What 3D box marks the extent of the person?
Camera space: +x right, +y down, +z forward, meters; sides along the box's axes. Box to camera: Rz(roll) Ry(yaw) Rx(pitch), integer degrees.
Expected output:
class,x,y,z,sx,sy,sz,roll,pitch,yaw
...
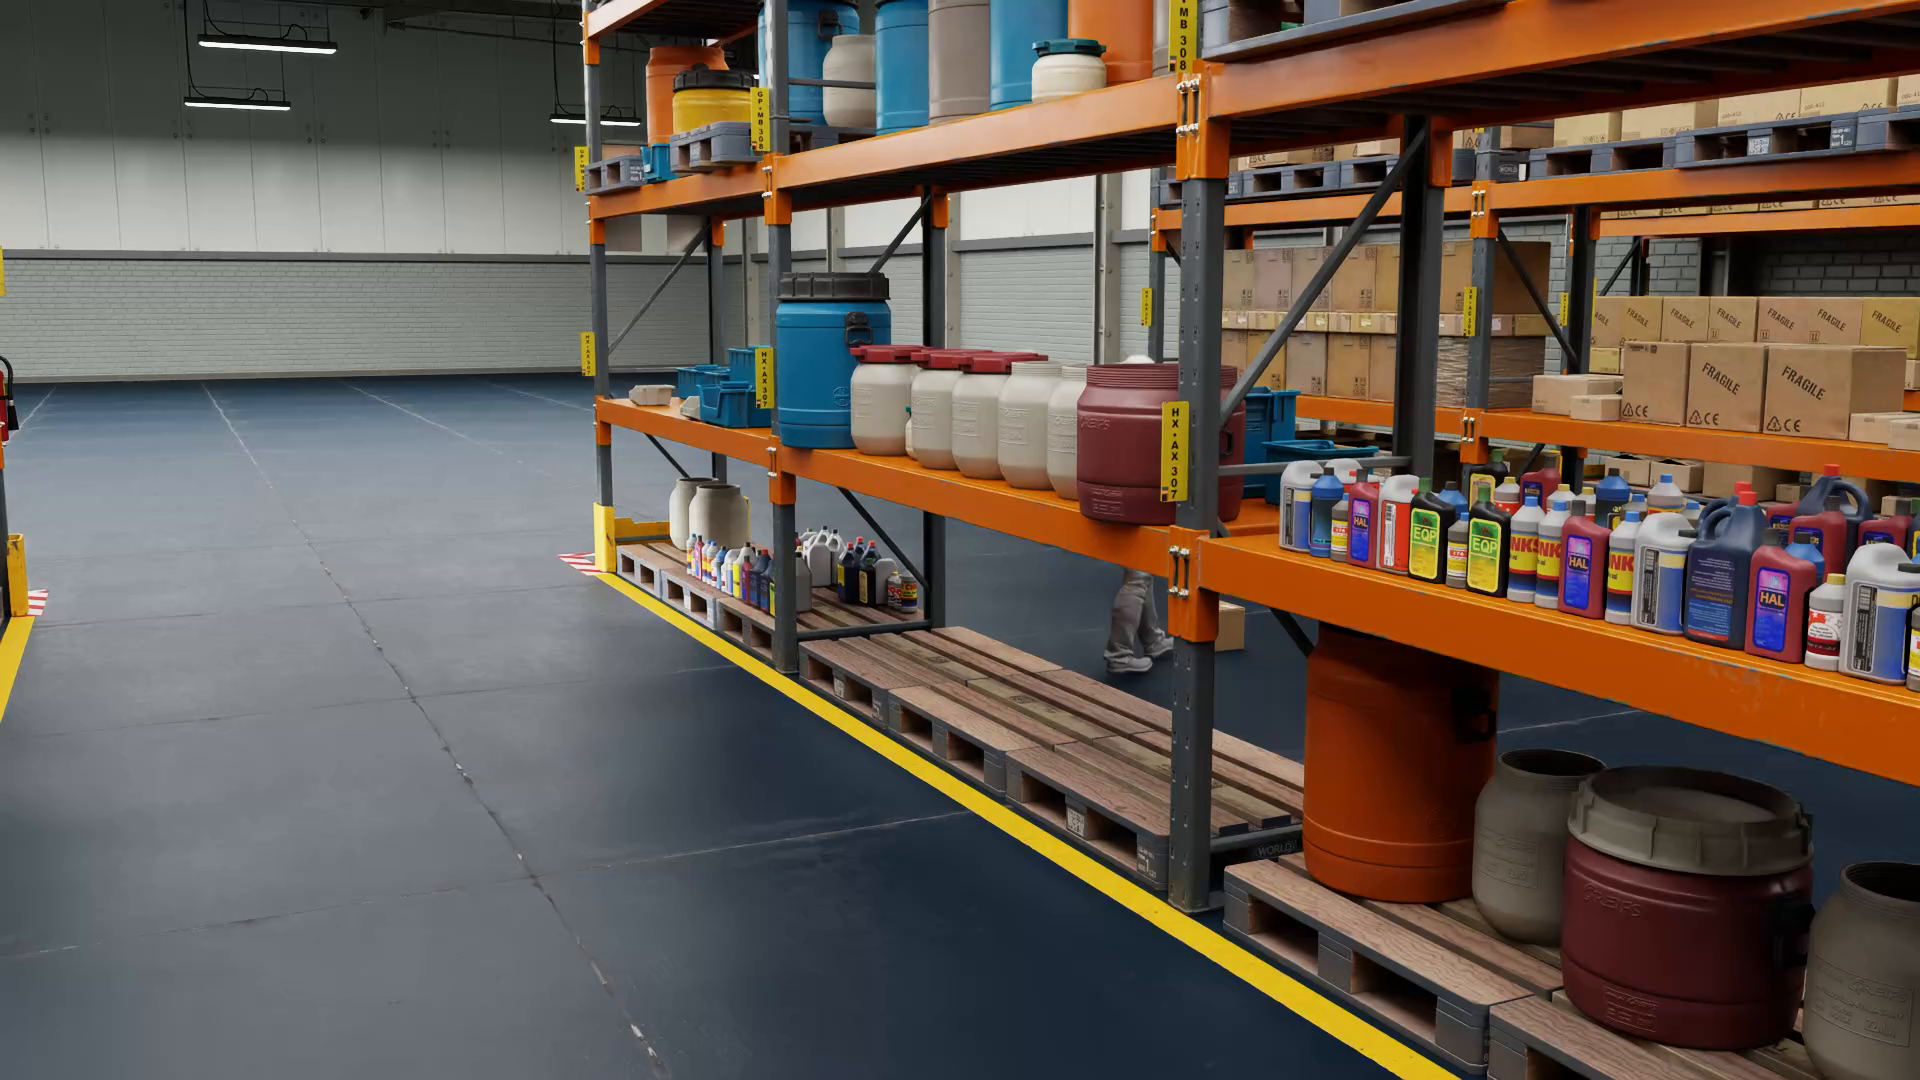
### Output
class,x,y,z,sx,sy,sz,roll,pitch,yaw
person,1.070,-0.160,9.275,0.796,1.747,0.580,-7,11,-39
